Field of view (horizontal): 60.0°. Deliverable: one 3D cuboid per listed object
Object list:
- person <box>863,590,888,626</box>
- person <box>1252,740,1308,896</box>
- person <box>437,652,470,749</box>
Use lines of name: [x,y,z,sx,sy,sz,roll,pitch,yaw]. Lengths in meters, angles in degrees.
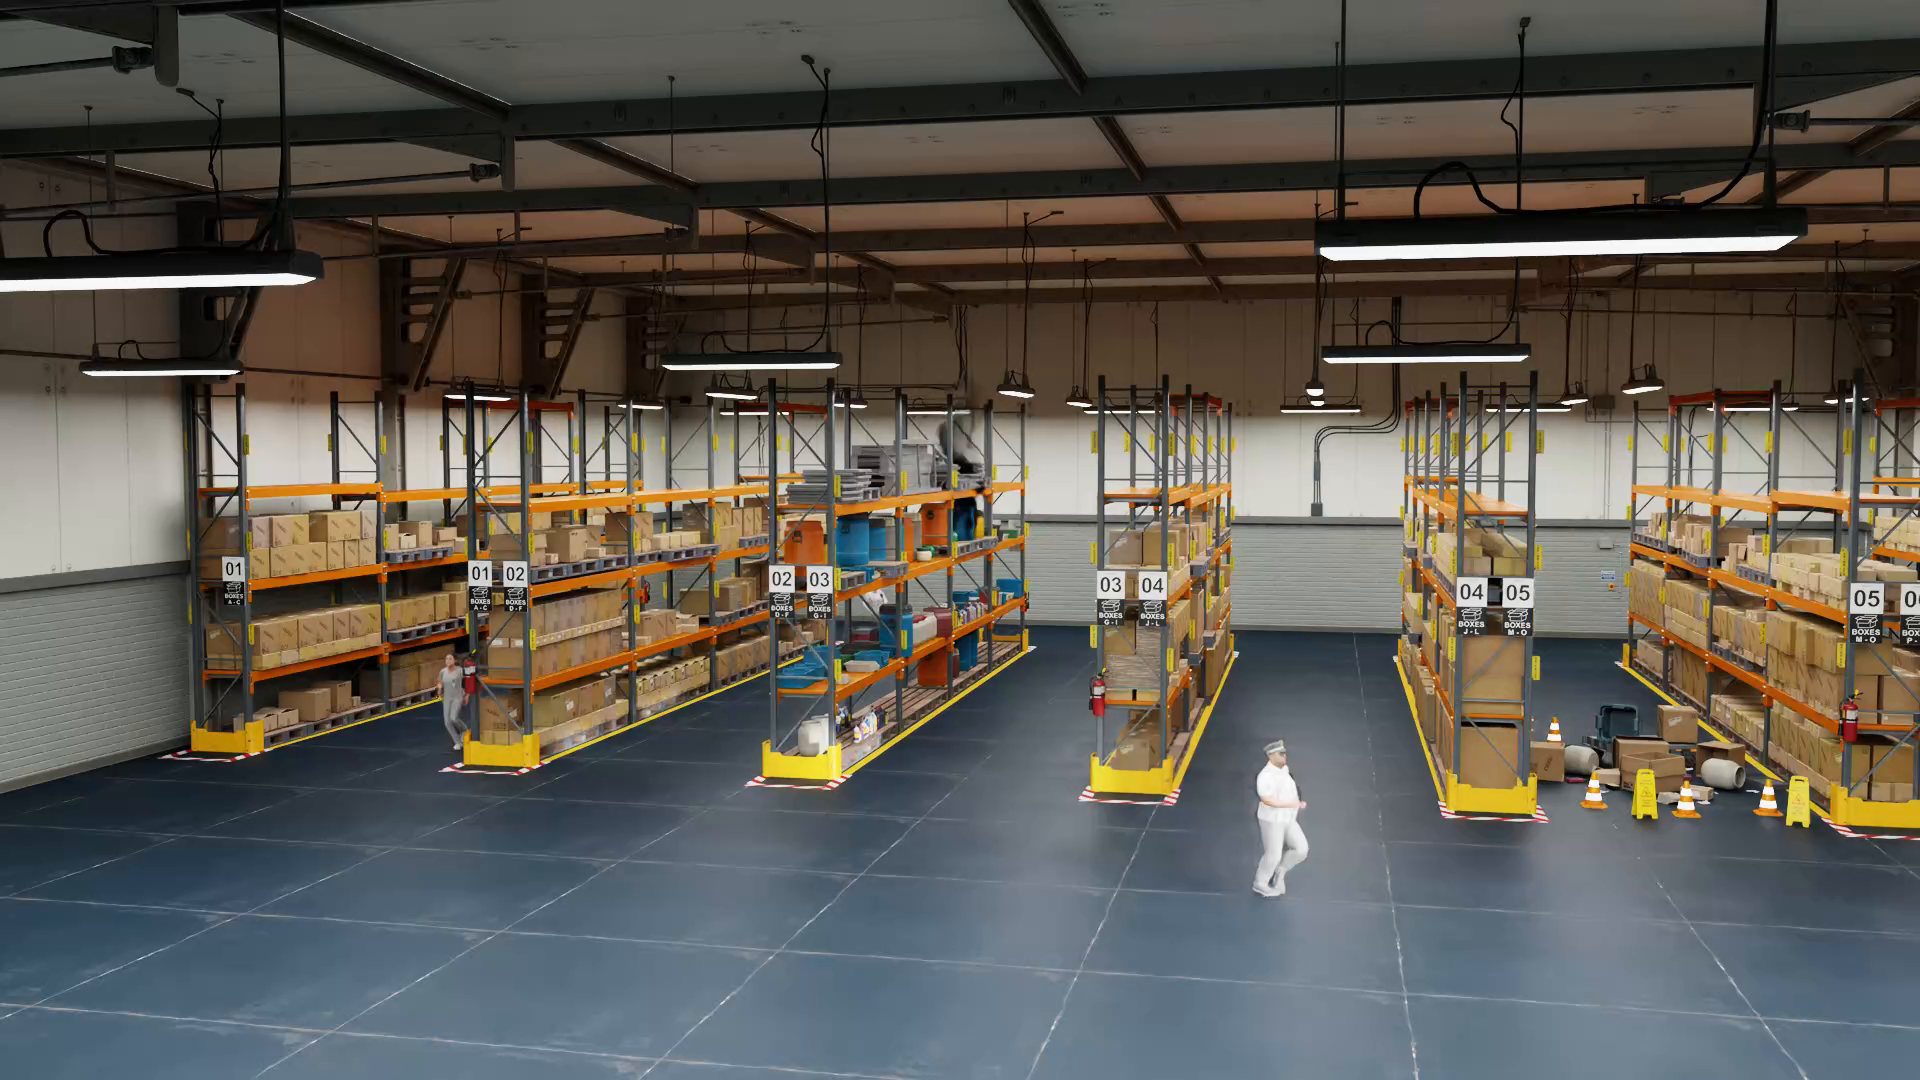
person: [-2.108,1.822,41.596,0.641,1.631,0.832,-2,4,-27]
person: [3.542,3.069,18.316,0.655,1.752,0.646,3,5,44]
person: [-8.321,2.638,27.252,0.557,1.613,0.570,1,3,10]
